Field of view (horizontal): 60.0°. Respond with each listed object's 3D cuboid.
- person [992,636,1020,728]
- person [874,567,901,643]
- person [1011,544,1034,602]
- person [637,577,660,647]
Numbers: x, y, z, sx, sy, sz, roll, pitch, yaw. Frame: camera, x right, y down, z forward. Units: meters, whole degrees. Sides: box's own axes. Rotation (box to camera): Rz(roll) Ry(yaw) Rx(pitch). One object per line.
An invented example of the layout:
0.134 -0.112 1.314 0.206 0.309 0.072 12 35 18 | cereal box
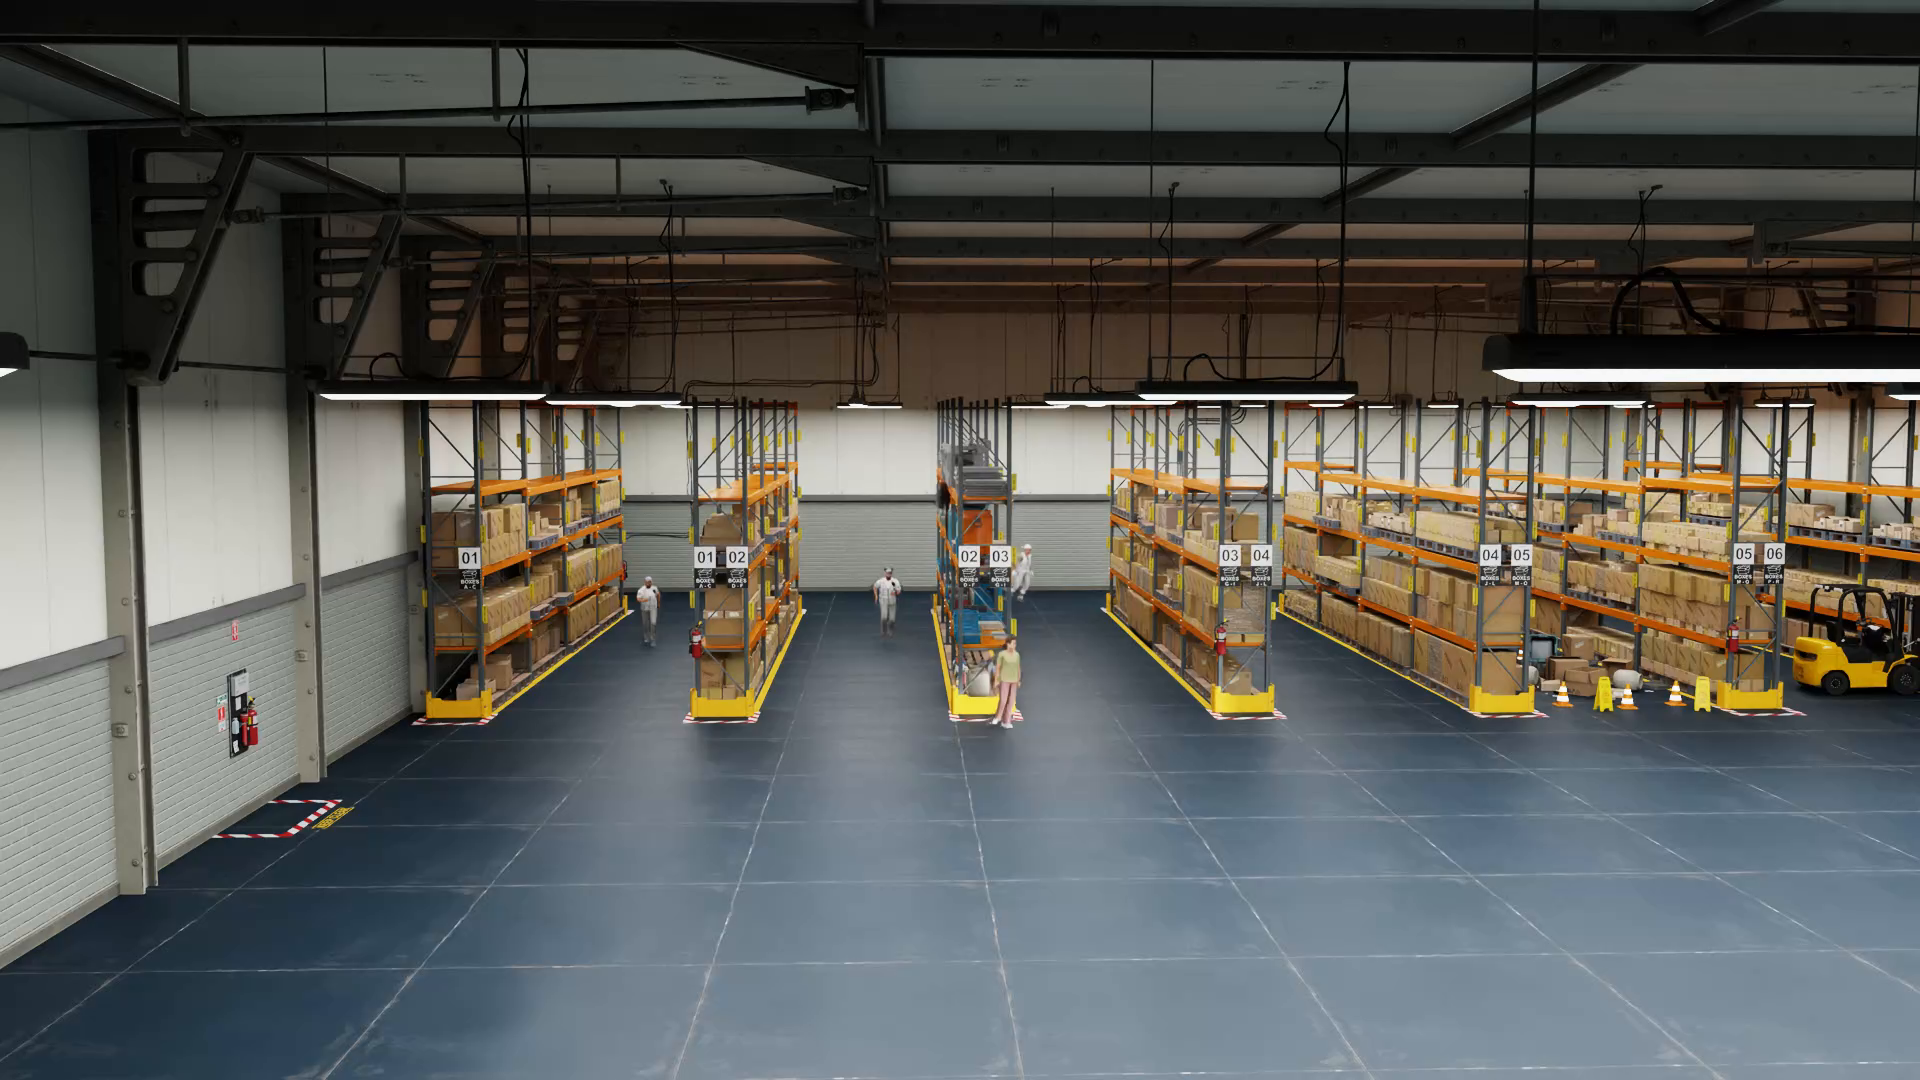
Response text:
0.828 2.562 30.053 0.543 1.663 0.425 -2 5 -29 | person
-1.743 1.563 40.241 0.646 1.844 0.728 -1 4 -9 | person
1.828 0.996 50.102 0.851 1.745 0.615 -4 6 -41 | person
-7.627 1.748 40.742 0.559 1.724 0.842 -1 4 -10 | person
